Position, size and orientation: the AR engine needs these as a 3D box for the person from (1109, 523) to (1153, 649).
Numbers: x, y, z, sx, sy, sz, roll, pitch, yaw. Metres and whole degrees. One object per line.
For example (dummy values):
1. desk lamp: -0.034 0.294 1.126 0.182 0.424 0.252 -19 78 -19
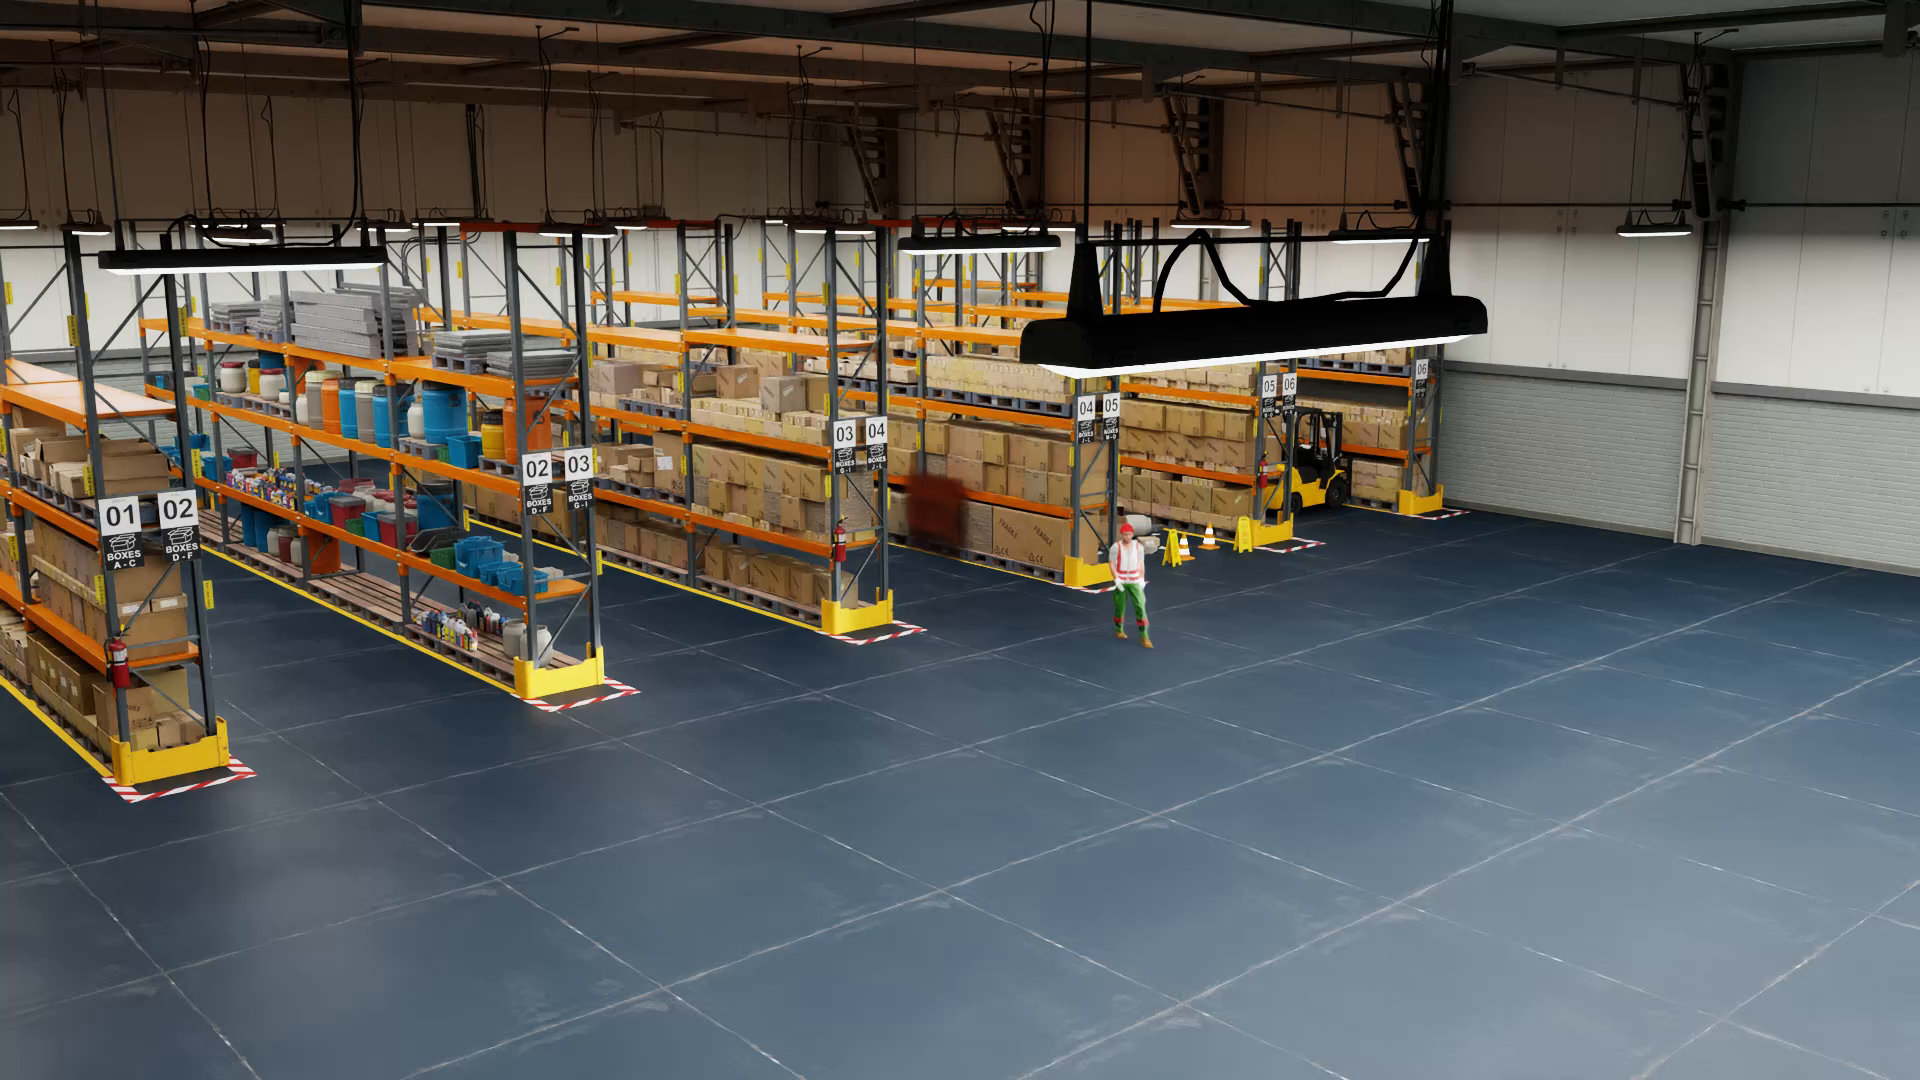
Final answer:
1. person: 2.485 0.634 24.224 0.631 1.758 0.808 0 11 0

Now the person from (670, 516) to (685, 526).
1. person: -5.421 -0.790 31.750 0.453 1.598 0.435 -1 11 -3

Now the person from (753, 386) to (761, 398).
1. person: -5.874 -4.089 47.732 0.584 1.817 0.488 5 12 21
